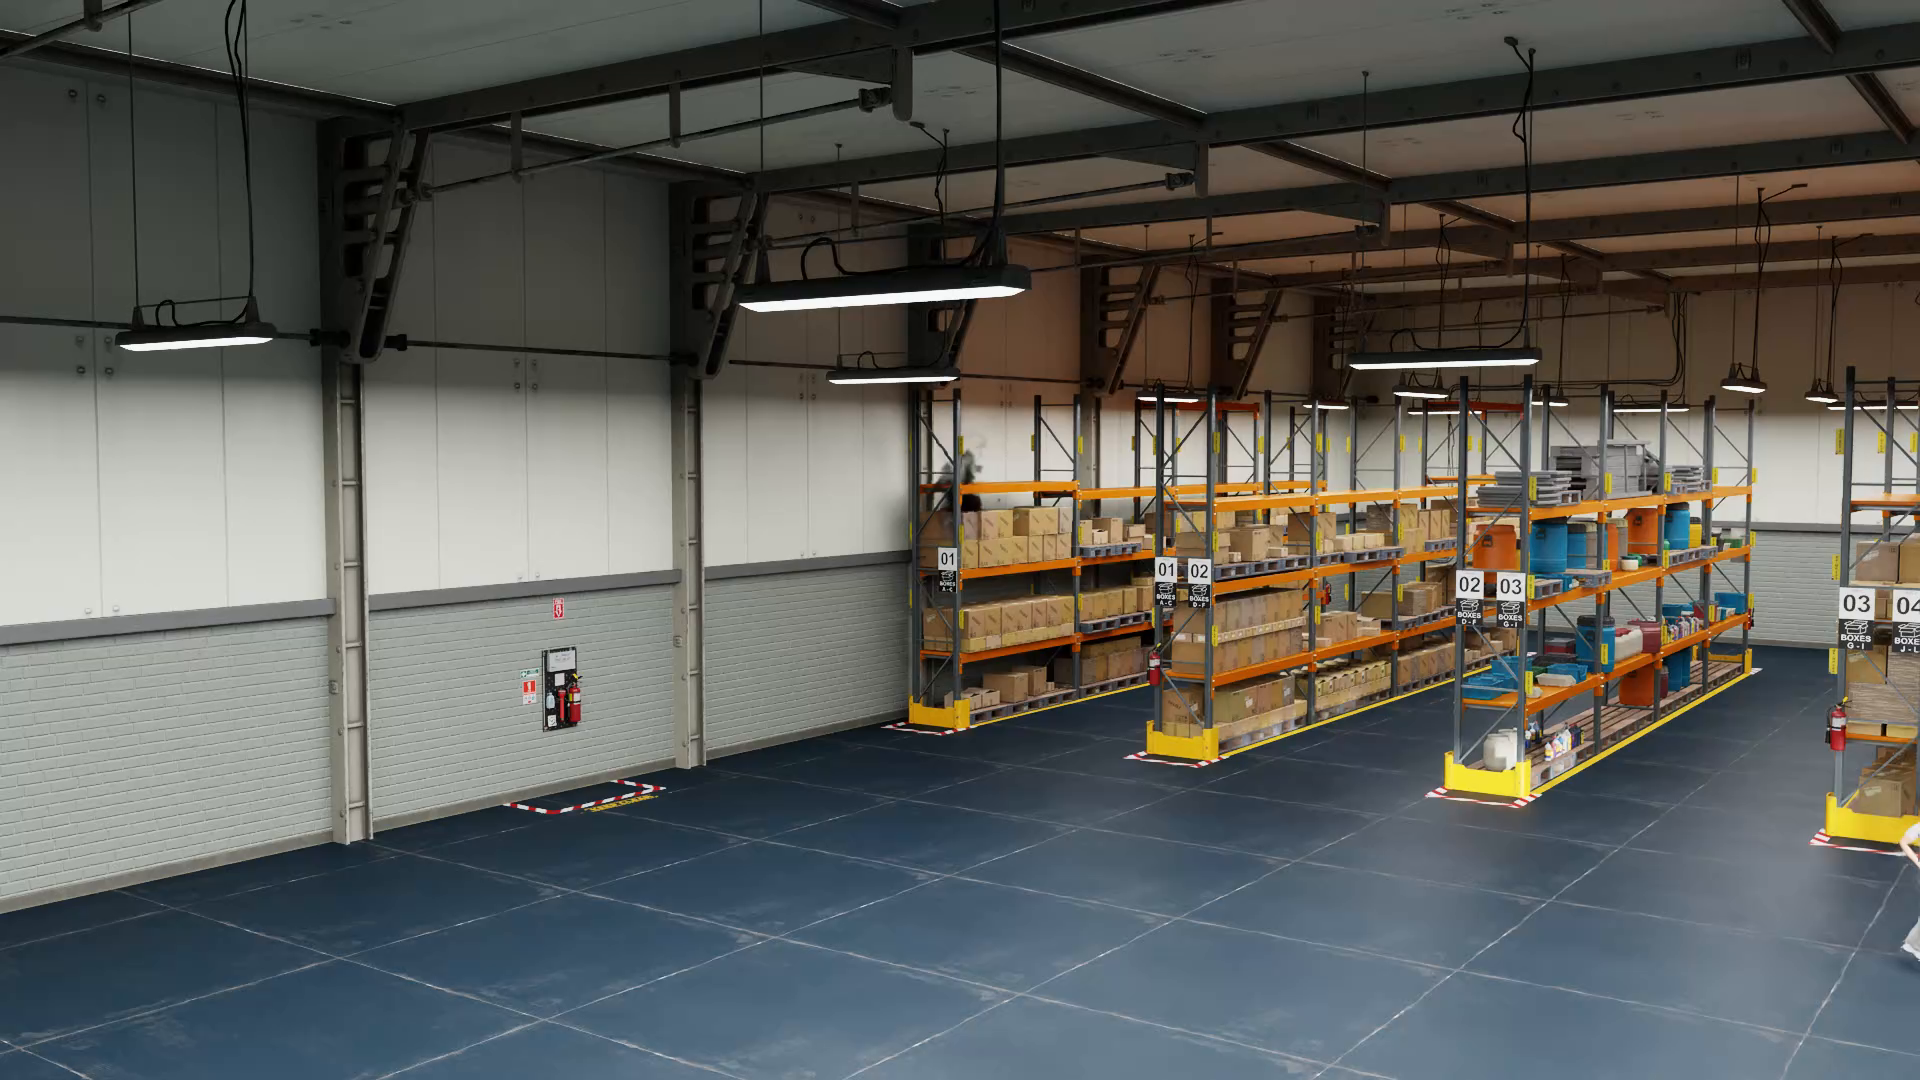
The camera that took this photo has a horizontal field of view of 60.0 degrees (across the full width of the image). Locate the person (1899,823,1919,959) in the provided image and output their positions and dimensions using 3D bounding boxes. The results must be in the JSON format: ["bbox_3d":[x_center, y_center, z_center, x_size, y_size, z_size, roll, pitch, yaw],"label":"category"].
[{"bbox_3d":[9.289,3.274,15.789,0.546,1.703,0.712,-1,4,-25],"label":"person"}]
